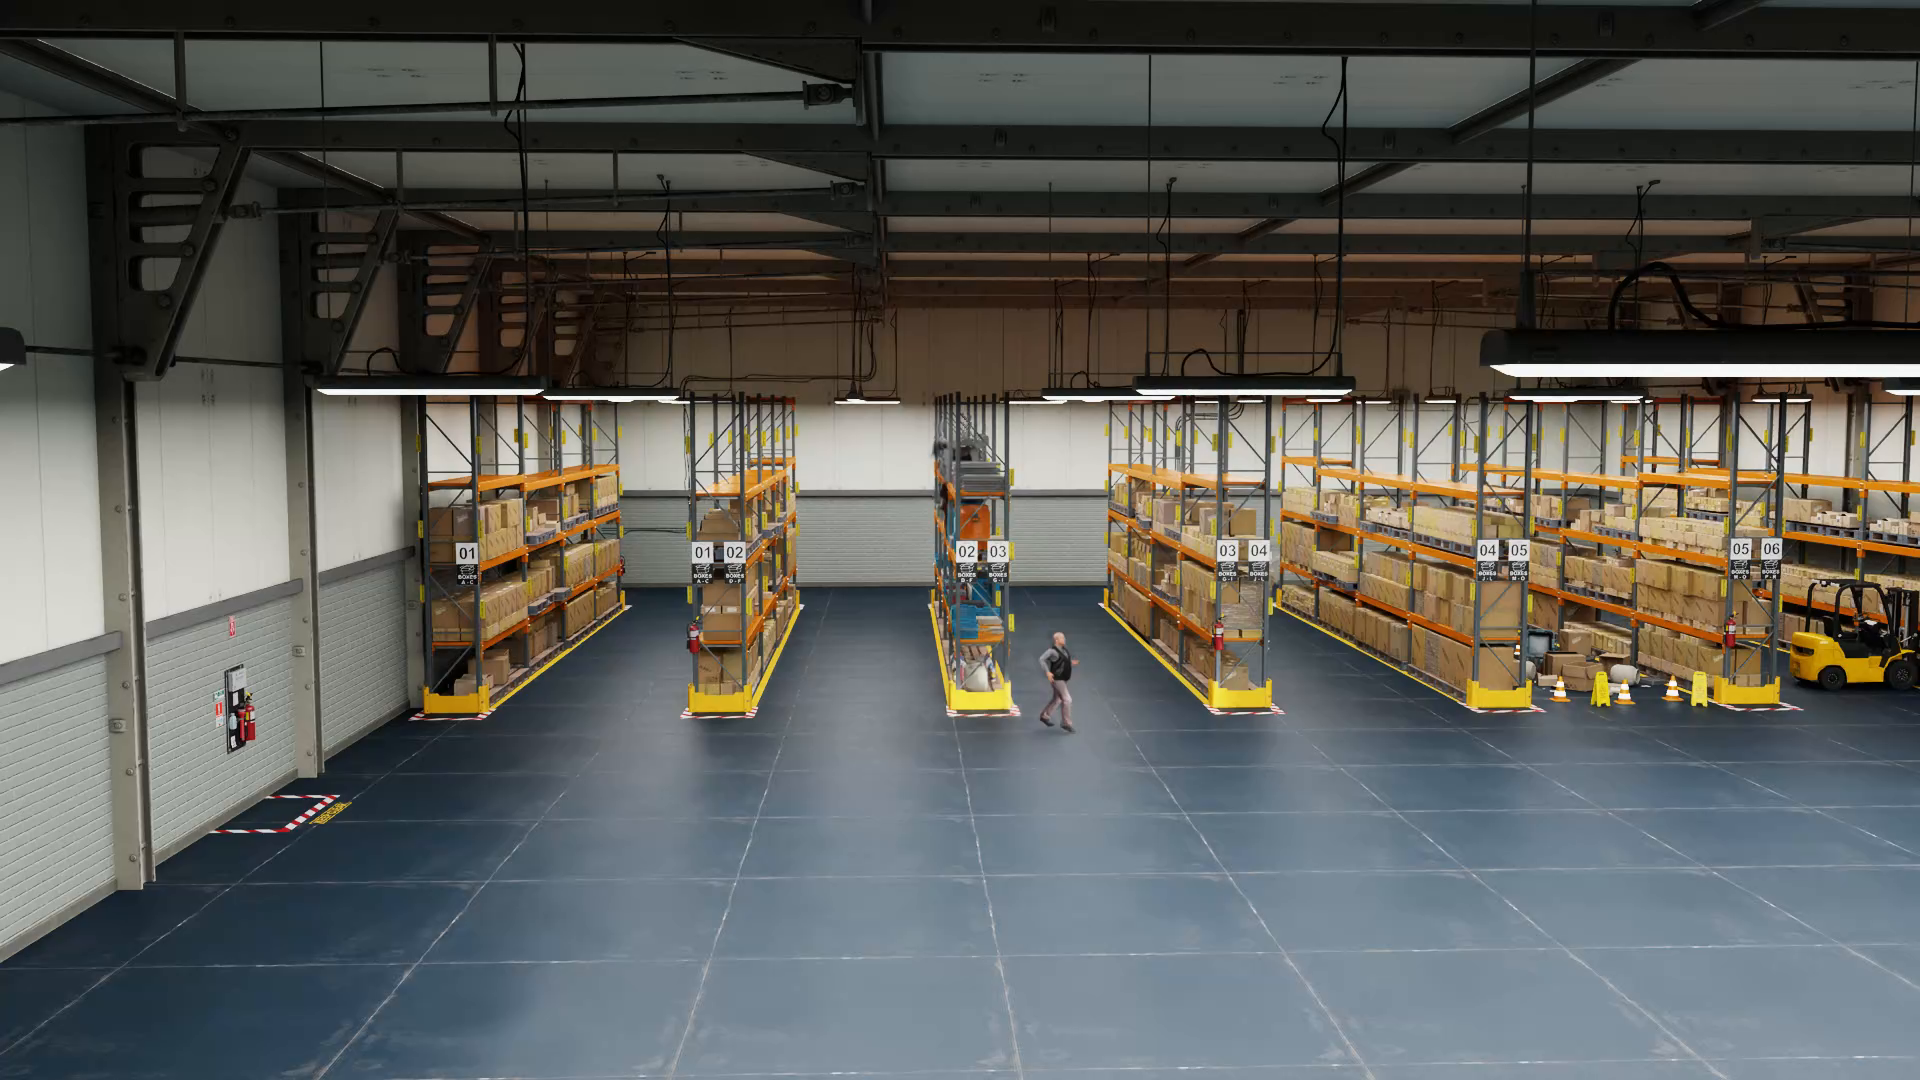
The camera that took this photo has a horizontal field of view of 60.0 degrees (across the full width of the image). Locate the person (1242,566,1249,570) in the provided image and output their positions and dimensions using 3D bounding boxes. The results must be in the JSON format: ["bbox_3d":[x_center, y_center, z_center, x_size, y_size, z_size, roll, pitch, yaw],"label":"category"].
[{"bbox_3d":[8.477,0.971,48.483,0.695,1.757,0.660,-3,6,-36],"label":"person"}]

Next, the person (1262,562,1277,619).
[{"bbox_3d":[8.162,1.349,44.258,0.557,1.637,0.605,0,5,0],"label":"person"}]

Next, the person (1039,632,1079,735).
[{"bbox_3d":[1.738,2.508,29.288,0.825,1.771,0.635,2,5,28],"label":"person"}]
